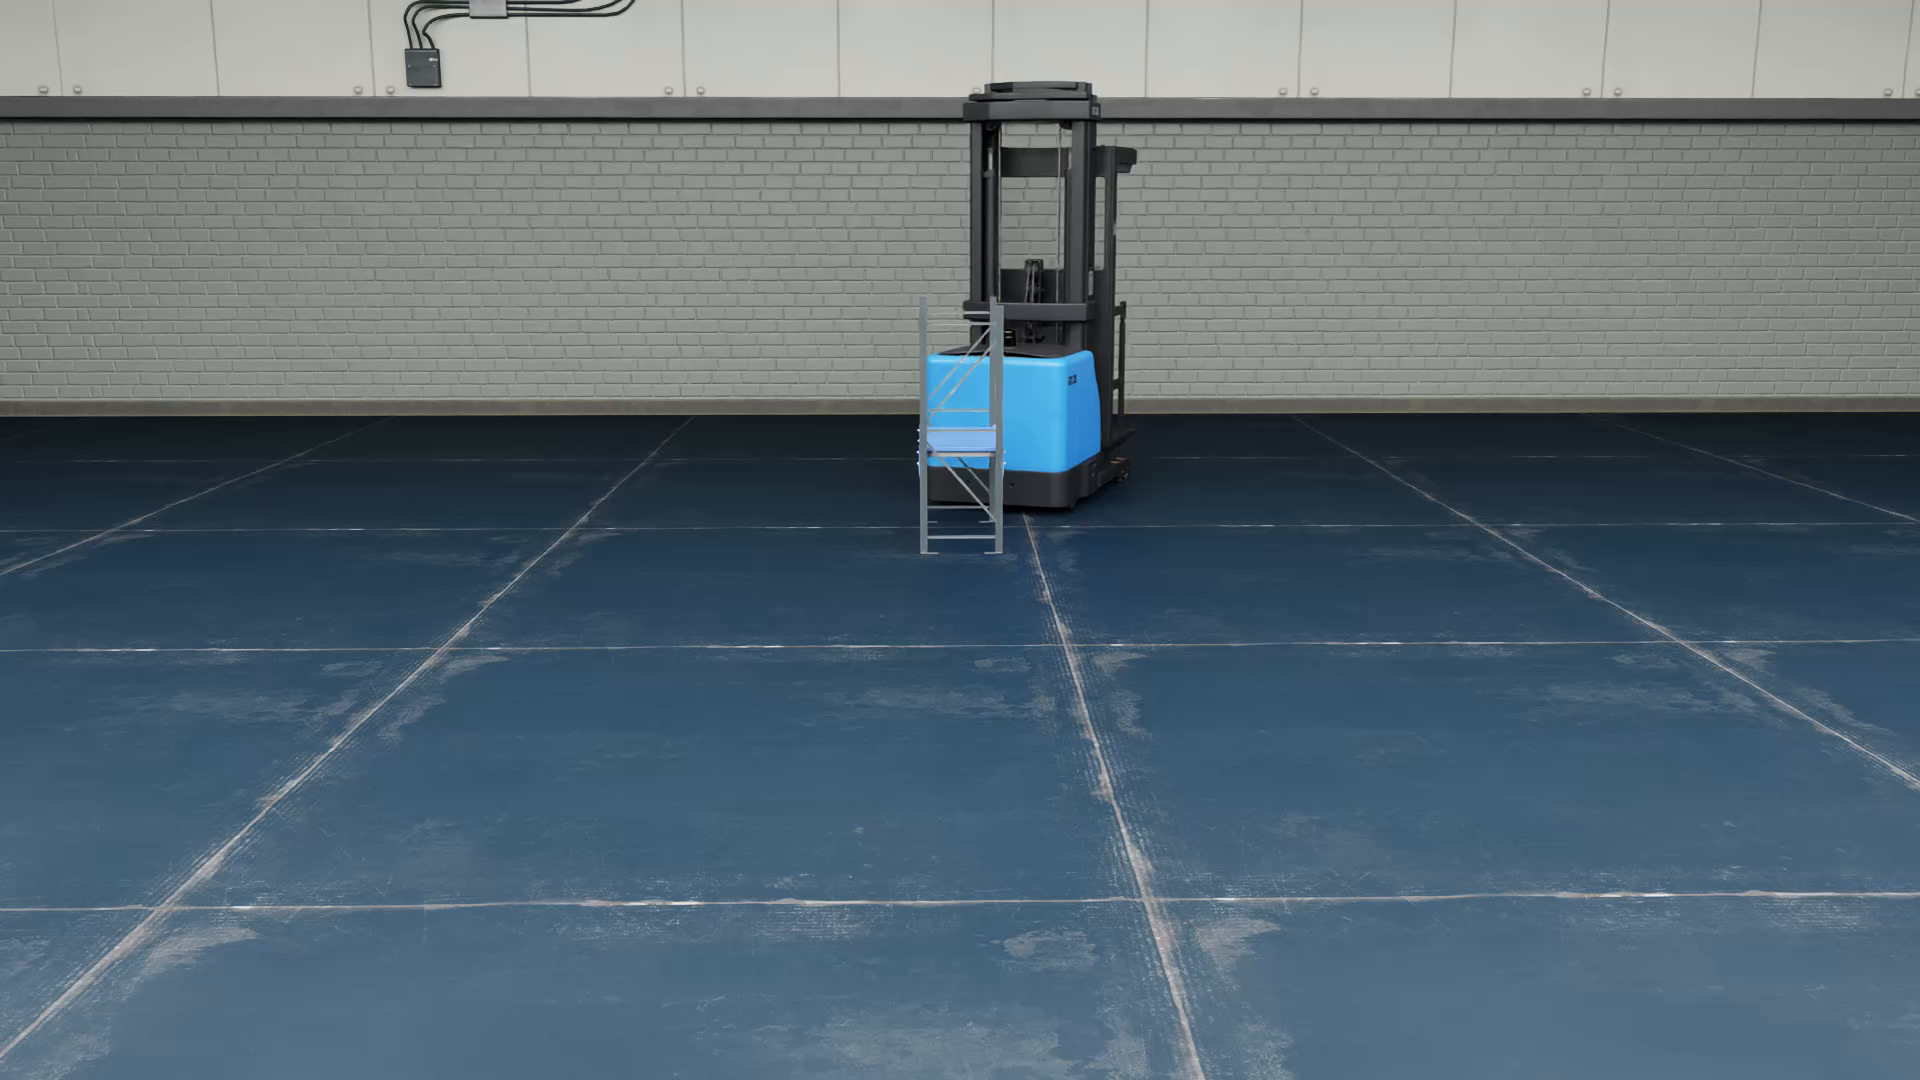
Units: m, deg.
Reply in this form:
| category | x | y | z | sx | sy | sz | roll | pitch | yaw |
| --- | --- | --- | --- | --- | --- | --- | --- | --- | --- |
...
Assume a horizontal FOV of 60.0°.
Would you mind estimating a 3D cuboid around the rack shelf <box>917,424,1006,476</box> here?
| category | x | y | z | sx | sy | sz | roll | pitch | yaw |
| --- | --- | --- | --- | --- | --- | --- | --- | --- | --- |
| rack shelf | -0.002 | -0.576 | 10.529 | 0.538 | 0.185 | 1.000 | 0 | 11 | -1 |

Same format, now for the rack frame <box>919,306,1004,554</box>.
| category | x | y | z | sx | sy | sz | roll | pitch | yaw |
| --- | --- | --- | --- | --- | --- | --- | --- | --- | --- |
| rack frame | 0.009 | -0.651 | 9.995 | 0.500 | 1.500 | 0.032 | 0 | 11 | -1 |

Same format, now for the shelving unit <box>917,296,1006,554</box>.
| category | x | y | z | sx | sy | sz | roll | pitch | yaw |
| --- | --- | --- | --- | --- | --- | --- | --- | --- | --- |
| shelving unit | -0.002 | -0.752 | 10.494 | 0.538 | 1.500 | 1.048 | 0 | 11 | -1 |

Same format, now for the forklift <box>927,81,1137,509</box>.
| category | x | y | z | sx | sy | sz | roll | pitch | yaw |
| --- | --- | --- | --- | --- | --- | --- | --- | --- | --- |
| forklift | 0.689 | -1.898 | 12.544 | 1.130 | 2.935 | 3.031 | 4 | 12 | 18 |

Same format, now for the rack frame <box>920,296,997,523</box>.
| category | x | y | z | sx | sy | sz | roll | pitch | yaw |
| --- | --- | --- | --- | --- | --- | --- | --- | --- | --- |
| rack frame | -0.012 | -0.853 | 10.992 | 0.500 | 1.500 | 0.032 | 0 | 11 | -1 |

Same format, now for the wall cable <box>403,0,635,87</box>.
| category | x | y | z | sx | sy | sz | roll | pitch | yaw |
| --- | --- | --- | --- | --- | --- | --- | --- | --- | --- |
| wall cable | -4.175 | -7.324 | 15.476 | 2.305 | 6.003 | 0.169 | 0 | 11 | -1 |
